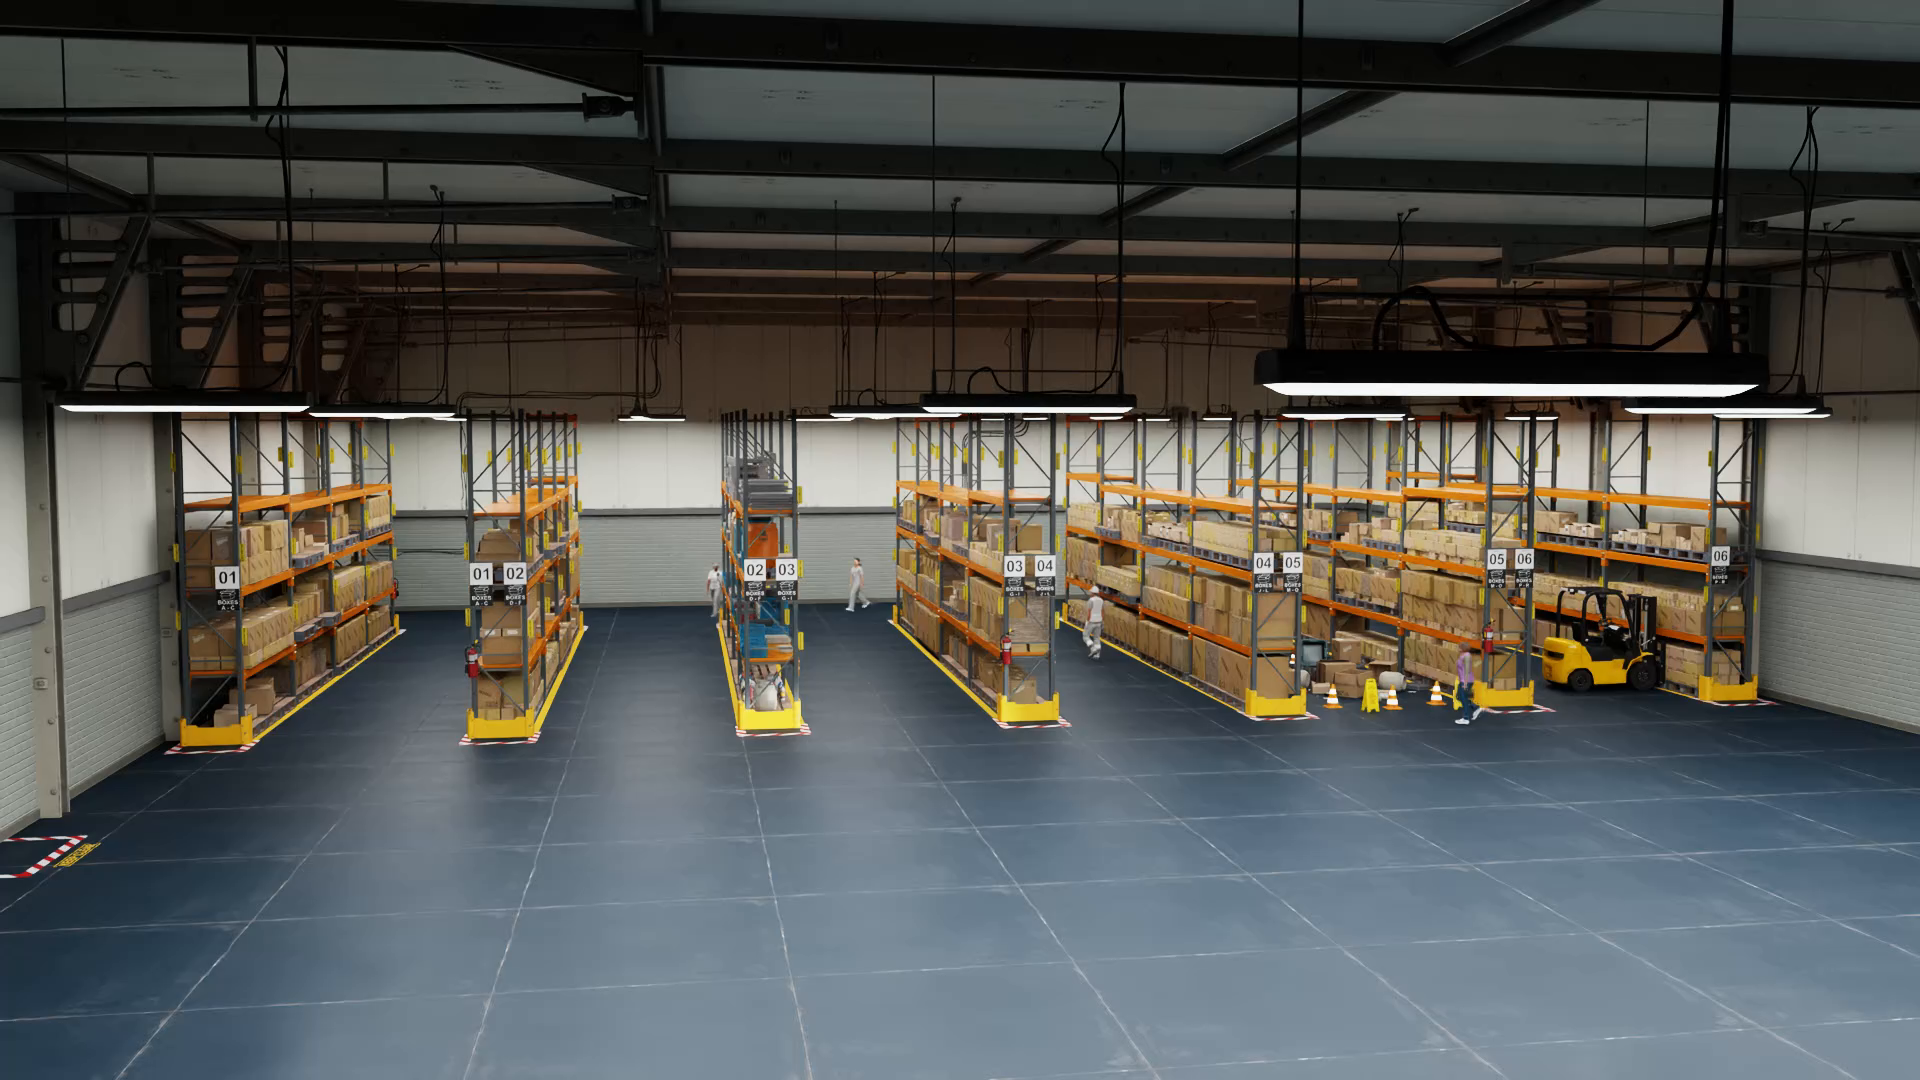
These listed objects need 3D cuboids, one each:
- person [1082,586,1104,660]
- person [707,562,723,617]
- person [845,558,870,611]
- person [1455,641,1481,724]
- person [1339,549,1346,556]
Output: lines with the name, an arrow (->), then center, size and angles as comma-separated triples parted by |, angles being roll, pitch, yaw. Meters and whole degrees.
person -> 3.283, 2.015, 40.375 | 0.599, 1.789, 0.484 | -3, 5, -37
person -> -7.243, 1.444, 49.399 | 0.437, 1.625, 1.016 | 1, 4, 18
person -> -3.136, 1.351, 50.885 | 0.963, 1.627, 0.417 | -3, 5, -35
person -> 9.697, 2.705, 31.668 | 0.518, 1.584, 0.419 | 0, 4, 4
person -> 12.313, 1.129, 53.798 | 0.427, 1.705, 0.513 | -2, 4, -23
